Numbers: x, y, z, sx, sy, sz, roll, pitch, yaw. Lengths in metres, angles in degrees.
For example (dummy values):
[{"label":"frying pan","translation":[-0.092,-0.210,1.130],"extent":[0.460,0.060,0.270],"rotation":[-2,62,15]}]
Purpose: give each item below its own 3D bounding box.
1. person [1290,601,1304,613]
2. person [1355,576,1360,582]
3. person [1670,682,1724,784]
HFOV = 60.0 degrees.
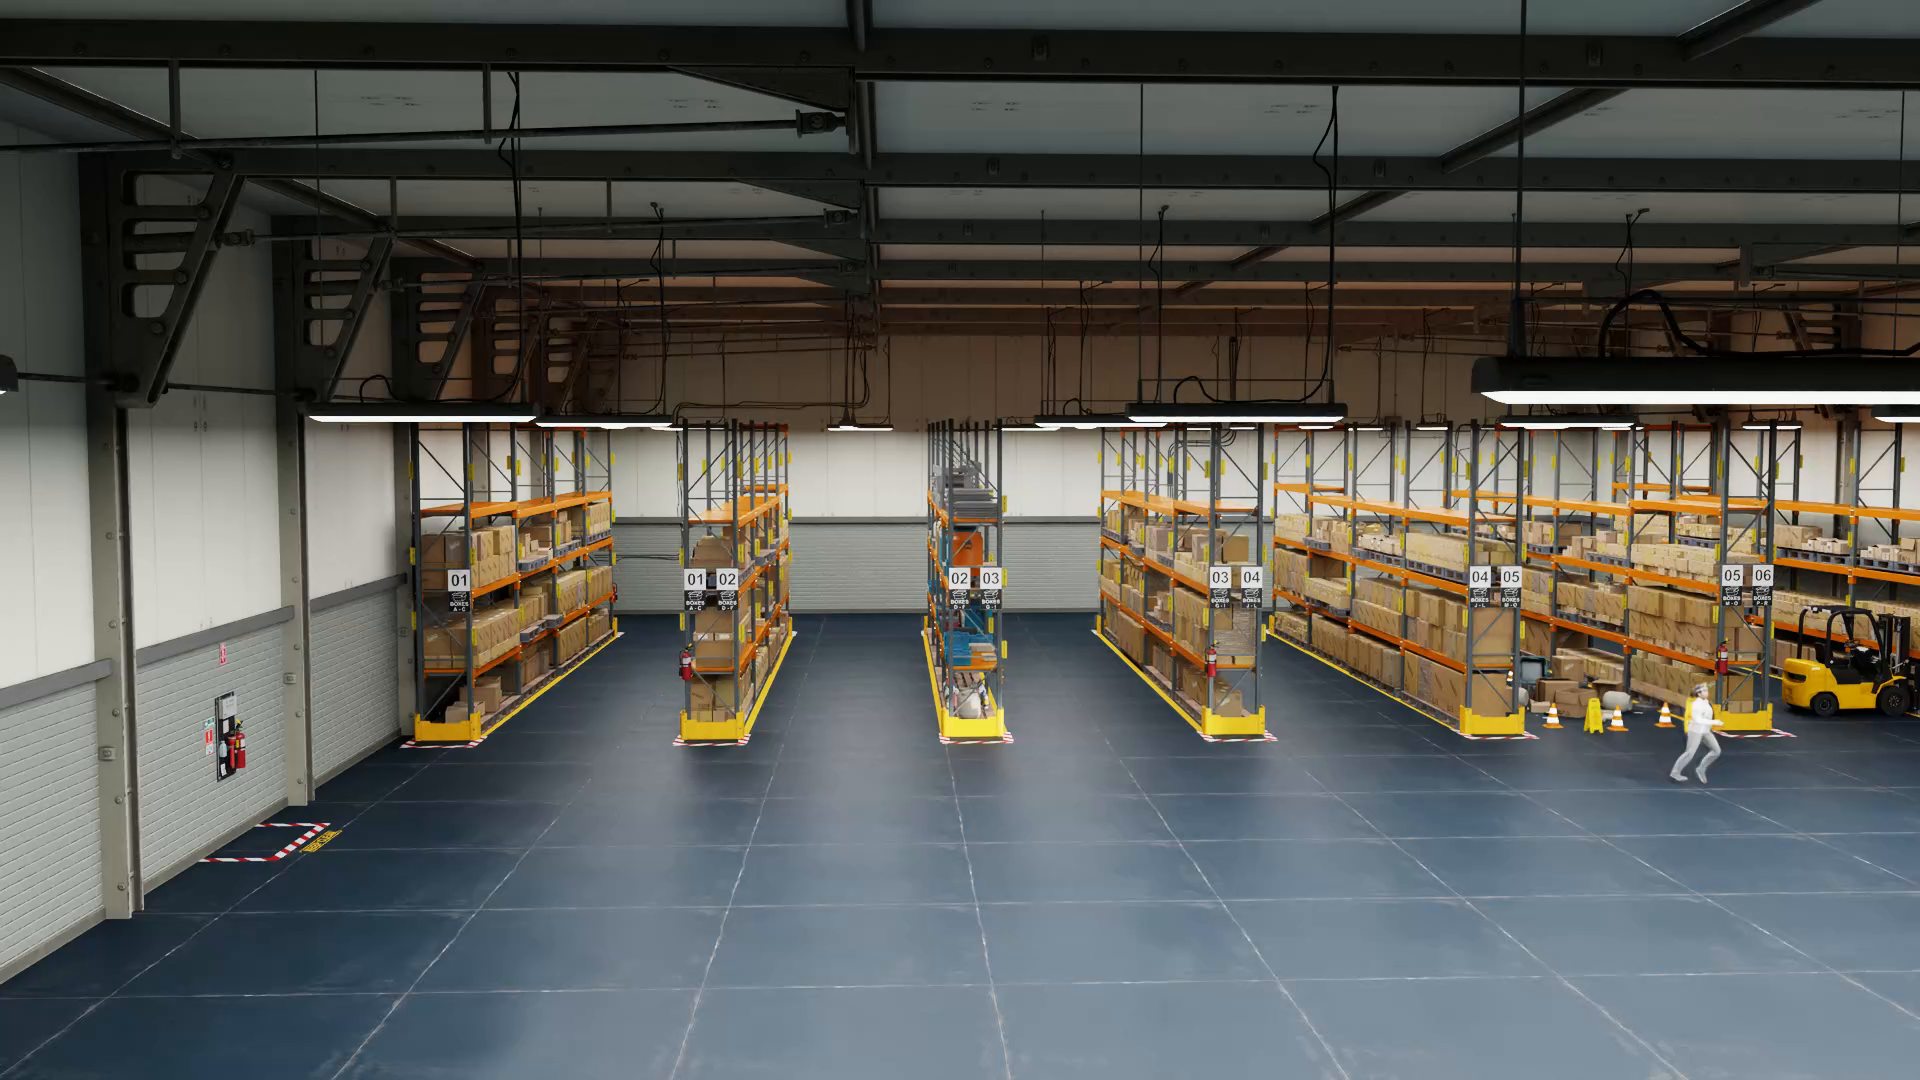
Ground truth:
[{"label":"person","translation":[9.980,1.721,48.865],"extent":[0.968,1.688,0.664],"rotation":[-1,4,-13]},{"label":"person","translation":[11.098,1.874,46.537],"extent":[0.674,1.740,0.654],"rotation":[0,4,-2]},{"label":"person","translation":[12.059,3.141,27.107],"extent":[0.621,1.658,0.827],"rotation":[-3,5,-39]}]
